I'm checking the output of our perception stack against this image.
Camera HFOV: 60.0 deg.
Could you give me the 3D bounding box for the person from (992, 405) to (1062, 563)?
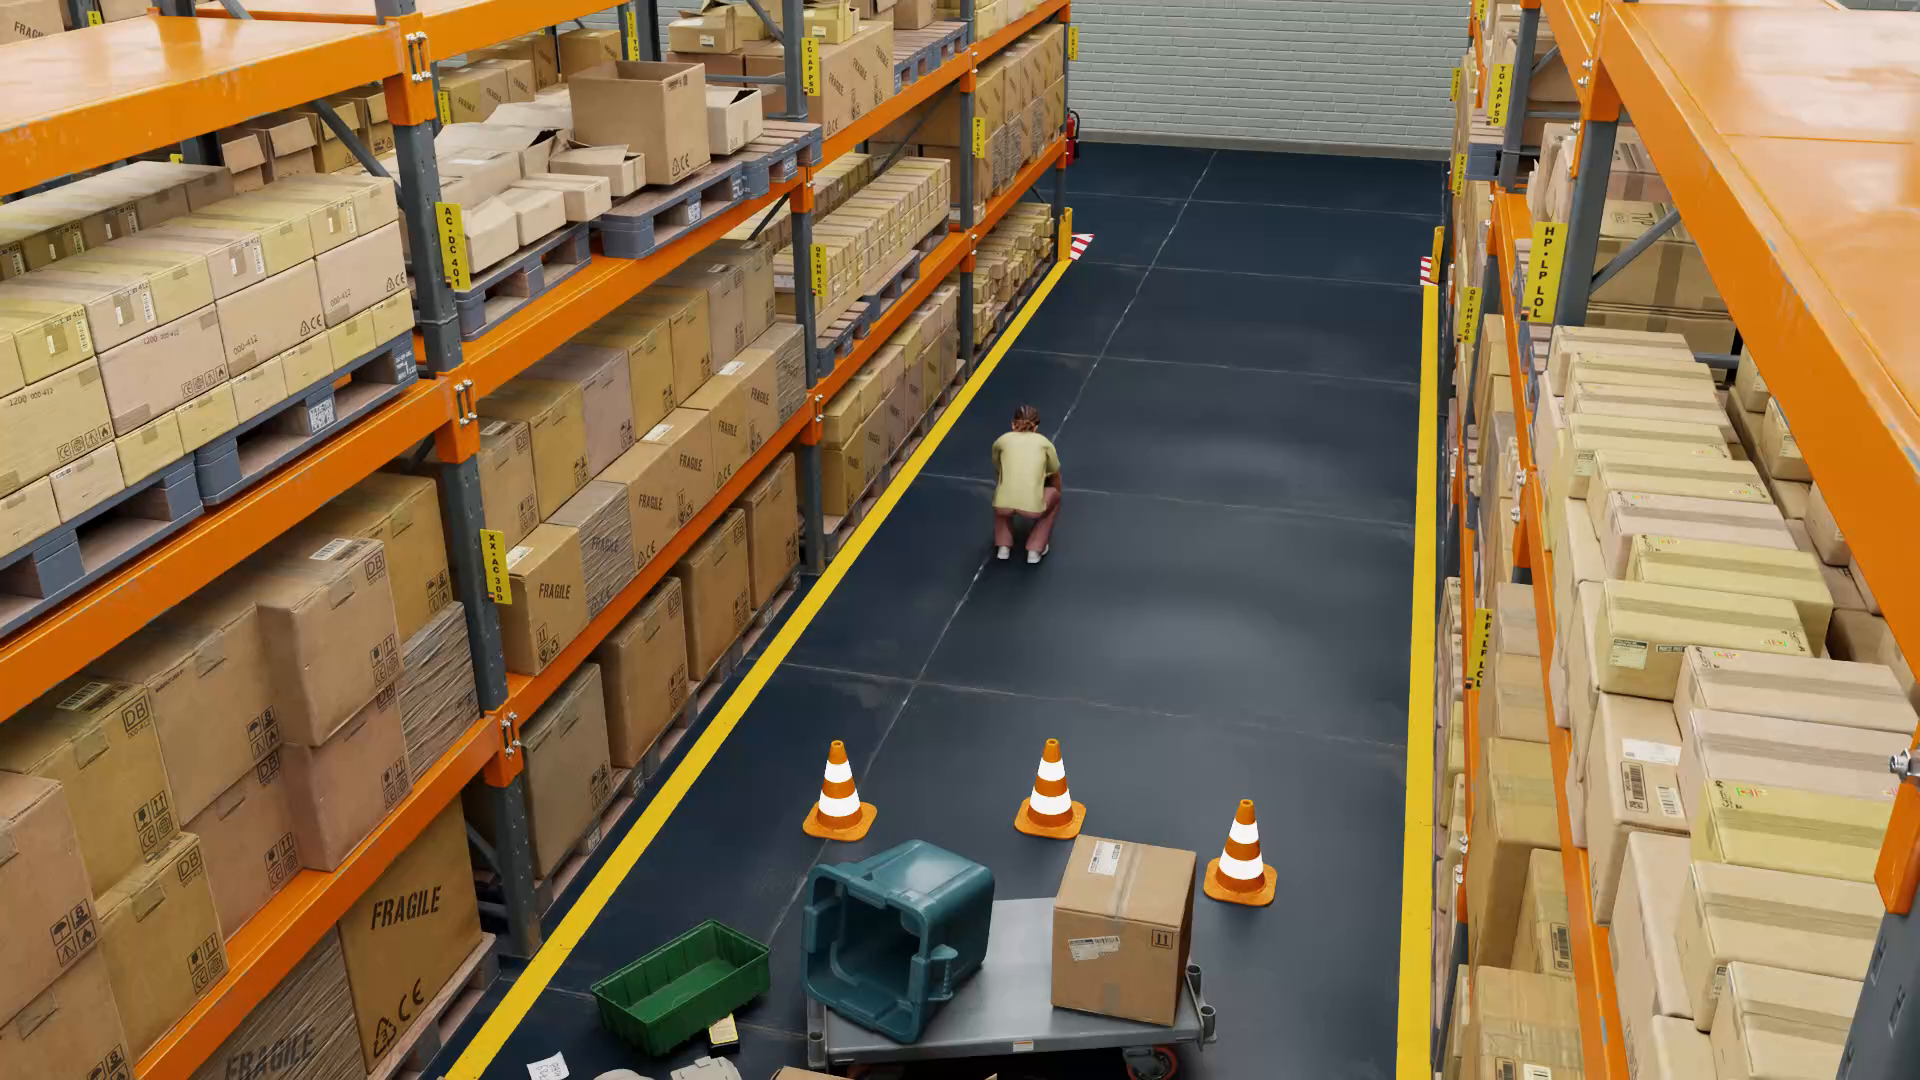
[{"bbox_3d":[0.429,-0.383,11.282,0.490,0.937,0.795,6,26,13],"label":"person"}]
